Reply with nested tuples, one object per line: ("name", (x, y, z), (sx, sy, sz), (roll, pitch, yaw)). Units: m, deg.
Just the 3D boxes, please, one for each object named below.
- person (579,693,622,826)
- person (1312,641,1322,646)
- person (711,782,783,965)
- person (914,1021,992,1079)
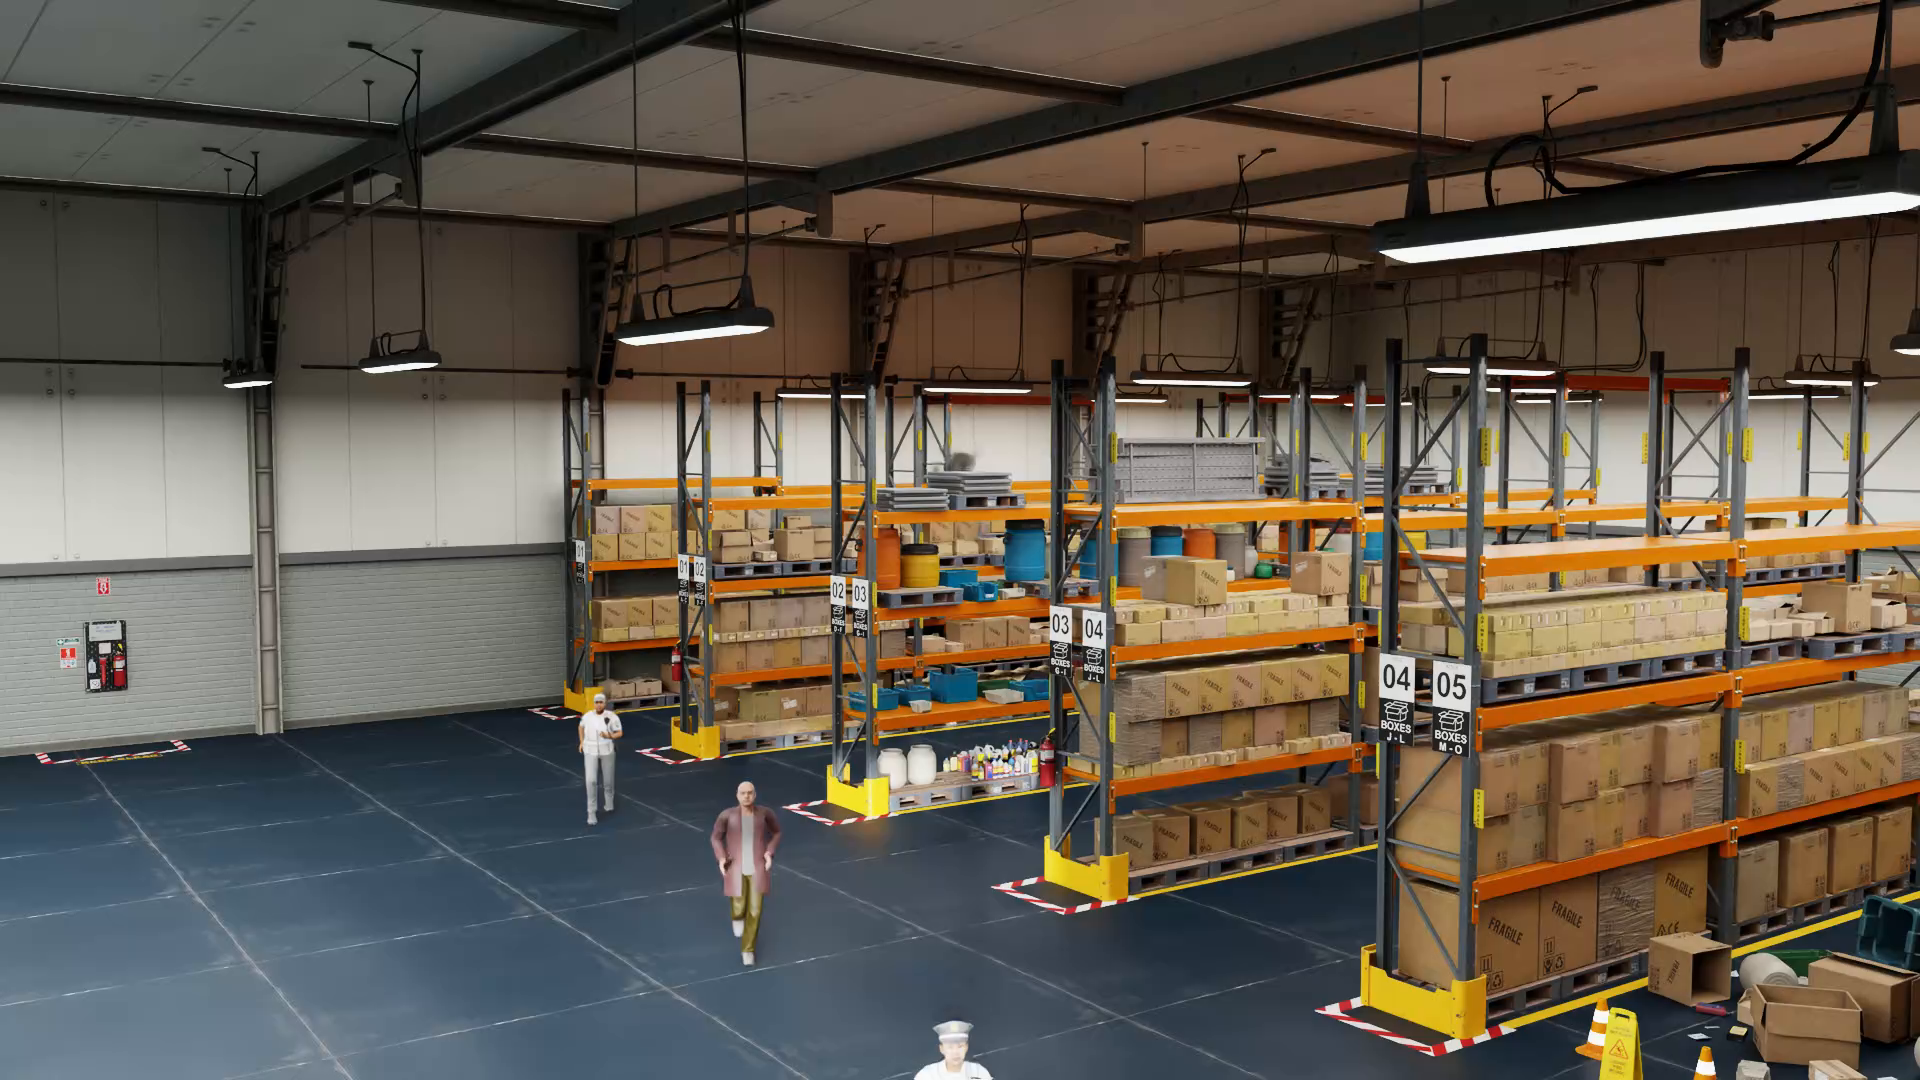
("person", (-4.820, 2.891, 22.284), (0.594, 1.696, 0.858), (-1, 4, -8))
("person", (7.074, 2.300, 32.249), (0.625, 1.604, 0.515), (-3, 5, -41))
("person", (-2.099, 3.248, 16.419), (0.711, 1.743, 0.756), (-1, 4, -10))
("person", (-0.039, 3.698, 10.058), (0.615, 1.657, 0.555), (0, 4, -6))
